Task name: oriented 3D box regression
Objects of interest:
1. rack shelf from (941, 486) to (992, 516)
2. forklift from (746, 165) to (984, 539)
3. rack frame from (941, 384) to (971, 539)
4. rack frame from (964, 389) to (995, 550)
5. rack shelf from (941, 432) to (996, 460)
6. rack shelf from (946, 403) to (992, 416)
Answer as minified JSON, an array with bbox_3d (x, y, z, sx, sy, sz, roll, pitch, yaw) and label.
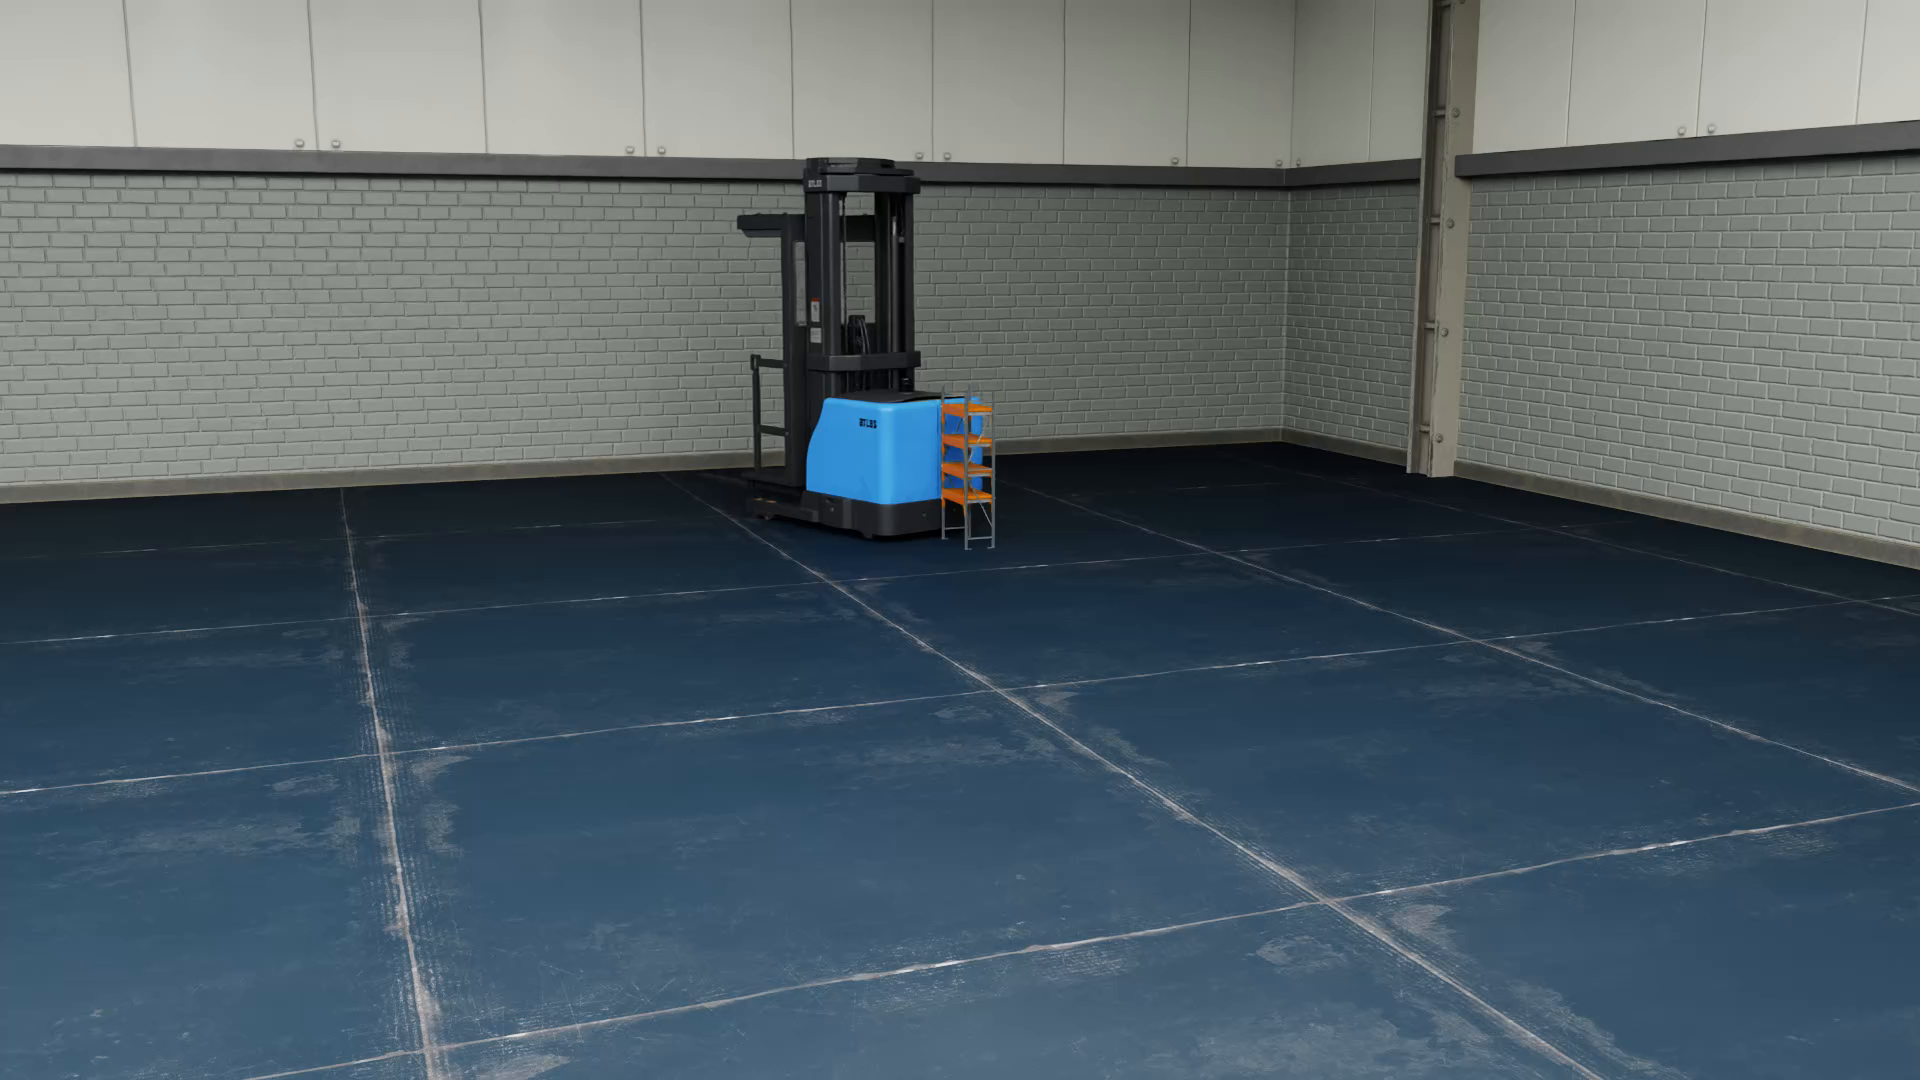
[{"bbox_3d":[0.060,-0.302,12.710,0.258,0.148,0.480,-4,11,-21],"label":"rack shelf"},{"bbox_3d":[-0.790,-1.553,13.461,1.129,2.867,1.939,-8,13,-40],"label":"forklift"},{"bbox_3d":[-0.028,-0.604,12.887,0.240,1.200,0.015,-4,11,-21],"label":"rack frame"},{"bbox_3d":[0.148,-0.524,12.439,0.240,1.200,0.015,-4,11,-21],"label":"rack frame"},{"bbox_3d":[0.060,-0.718,12.636,0.258,0.148,0.480,-4,11,-21],"label":"rack shelf"},{"bbox_3d":[0.060,-0.989,12.588,0.221,0.050,0.457,-4,11,-21],"label":"rack shelf"}]
